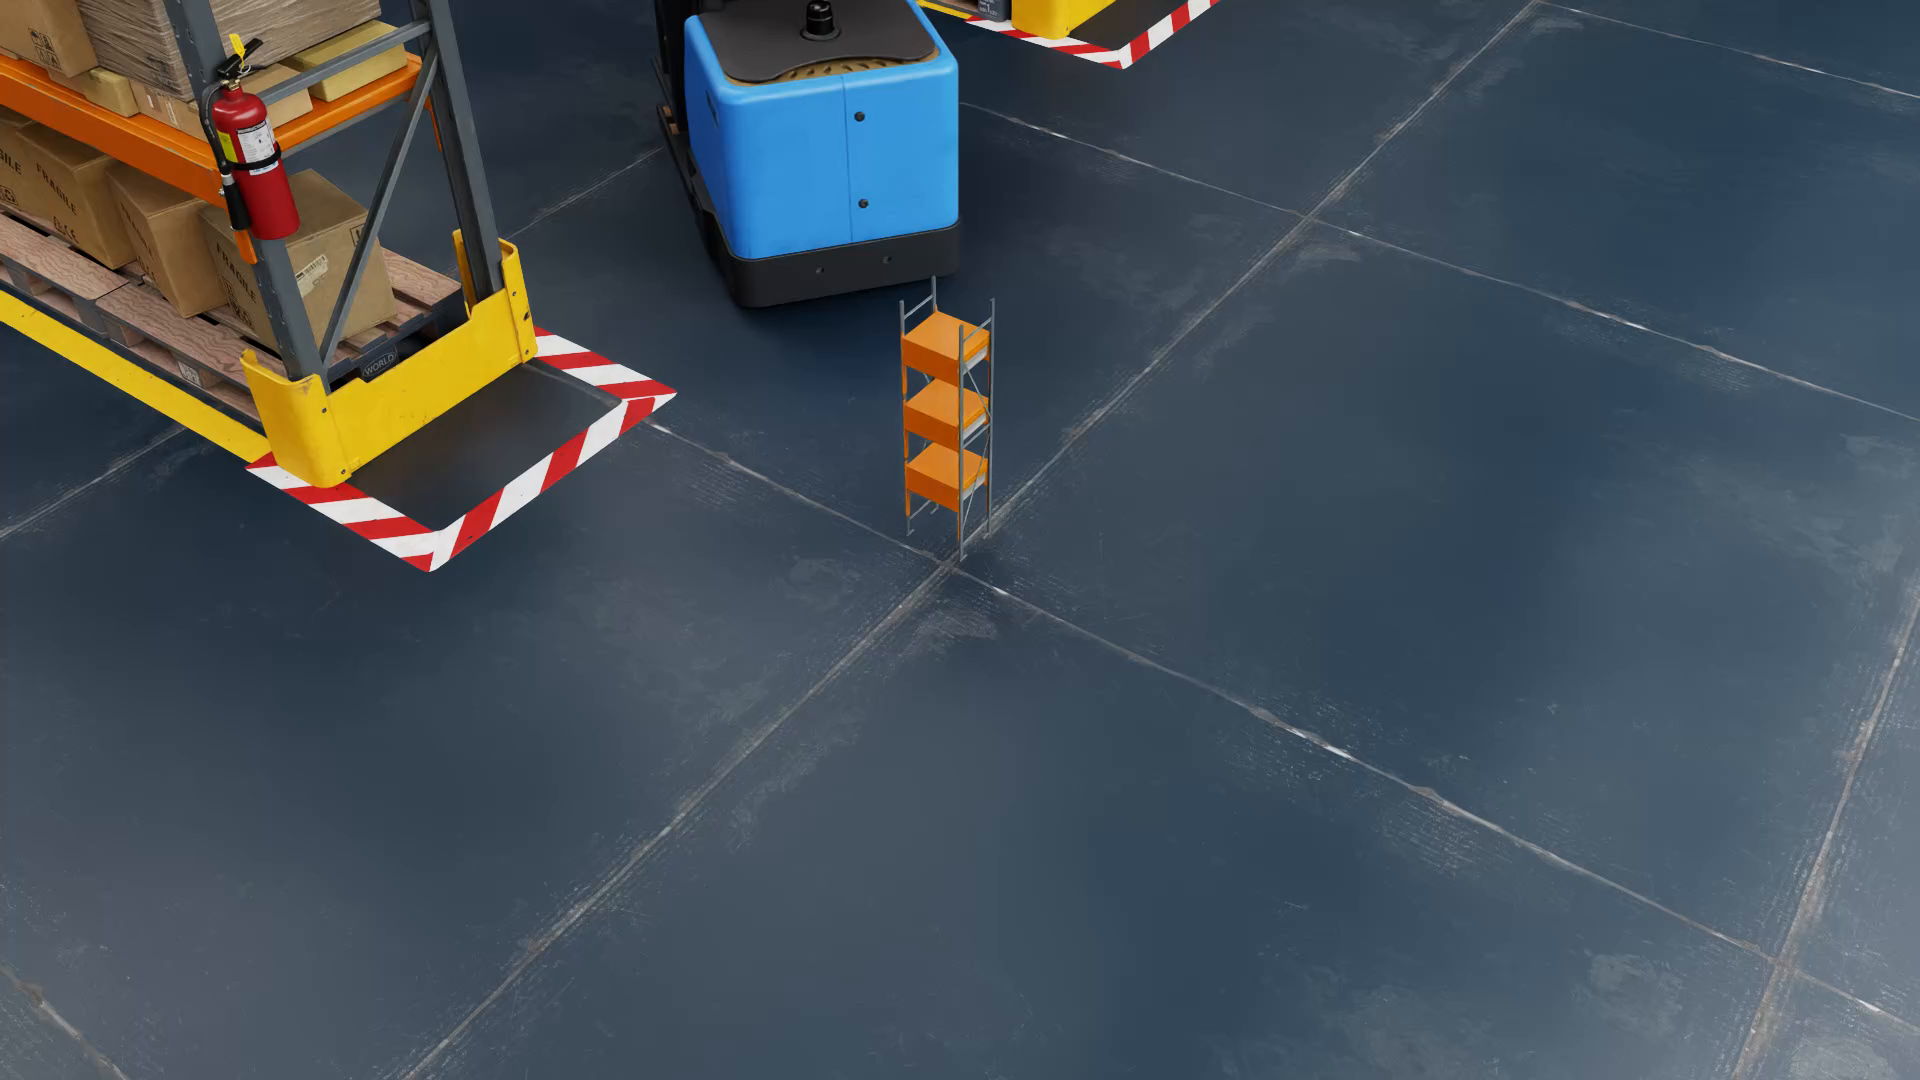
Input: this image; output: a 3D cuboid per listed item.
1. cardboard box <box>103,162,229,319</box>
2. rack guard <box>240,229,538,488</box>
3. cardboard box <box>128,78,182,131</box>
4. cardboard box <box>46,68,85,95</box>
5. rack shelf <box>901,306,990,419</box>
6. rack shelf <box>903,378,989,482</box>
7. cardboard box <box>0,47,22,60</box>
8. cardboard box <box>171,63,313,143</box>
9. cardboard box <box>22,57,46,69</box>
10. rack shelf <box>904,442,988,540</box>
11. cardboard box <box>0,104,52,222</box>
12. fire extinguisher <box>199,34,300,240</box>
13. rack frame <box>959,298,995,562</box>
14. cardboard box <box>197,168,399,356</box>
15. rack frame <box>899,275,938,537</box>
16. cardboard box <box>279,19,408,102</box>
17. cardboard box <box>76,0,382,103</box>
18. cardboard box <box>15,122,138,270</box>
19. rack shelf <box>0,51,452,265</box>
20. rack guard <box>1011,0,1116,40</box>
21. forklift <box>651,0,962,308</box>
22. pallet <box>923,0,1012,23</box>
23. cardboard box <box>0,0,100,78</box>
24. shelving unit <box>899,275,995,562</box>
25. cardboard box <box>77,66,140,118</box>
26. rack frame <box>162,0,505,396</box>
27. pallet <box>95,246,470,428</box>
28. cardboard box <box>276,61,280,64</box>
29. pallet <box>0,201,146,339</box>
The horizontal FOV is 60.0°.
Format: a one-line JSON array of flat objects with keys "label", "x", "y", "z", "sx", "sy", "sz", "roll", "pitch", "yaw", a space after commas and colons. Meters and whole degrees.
[{"label": "cardboard box", "x": -3.216, "y": -1.341, "z": 7.059, "sx": 0.500, "sy": 0.500, "sz": 0.500, "roll": -29, "pitch": 49, "yaw": -28}, {"label": "rack guard", "x": -2.268, "y": -0.755, "z": 6.719, "sx": 0.348, "sy": 0.500, "sz": 1.175, "roll": 25, "pitch": 48, "yaw": 25}, {"label": "cardboard box", "x": -2.762, "y": -1.656, "z": 6.040, "sx": 0.250, "sy": 0.149, "sz": 0.380, "roll": 25, "pitch": 48, "yaw": 25}, {"label": "cardboard box", "x": -3.192, "y": -1.828, "z": 6.232, "sx": 0.250, "sy": 0.149, "sz": 0.380, "roll": 25, "pitch": 48, "yaw": 25}, {"label": "rack shelf", "x": -0.044, "y": -0.615, "z": 5.741, "sx": 0.240, "sy": 0.259, "sz": 0.215, "roll": 25, "pitch": 48, "yaw": 25}, {"label": "rack shelf", "x": -0.044, "y": -0.404, "z": 5.930, "sx": 0.240, "sy": 0.259, "sz": 0.215, "roll": 25, "pitch": 48, "yaw": 25}, {"label": "cardboard box", "x": -3.590, "y": -2.030, "z": 6.457, "sx": 0.250, "sy": 0.149, "sz": 0.380, "roll": 25, "pitch": 48, "yaw": 25}, {"label": "cardboard box", "x": -2.557, "y": -1.560, "z": 5.933, "sx": 0.250, "sy": 0.149, "sz": 0.380, "roll": 25, "pitch": 48, "yaw": 25}, {"label": "cardboard box", "x": -3.373, "y": -1.946, "z": 6.364, "sx": 0.250, "sy": 0.149, "sz": 0.380, "roll": 25, "pitch": 48, "yaw": 25}, {"label": "rack shelf", "x": -0.044, "y": -0.197, "z": 6.115, "sx": 0.240, "sy": 0.259, "sz": 0.215, "roll": 25, "pitch": 48, "yaw": 25}, {"label": "cardboard box", "x": -4.149, "y": -1.829, "z": 7.604, "sx": 0.500, "sy": 0.500, "sz": 0.500, "roll": 21, "pitch": 46, "yaw": 22}, {"label": "fire extinguisher", "x": -2.376, "y": -1.333, "z": 5.548, "sx": 0.183, "sy": 0.674, "sz": 0.296, "roll": 25, "pitch": 48, "yaw": 25}, {"label": "rack frame", "x": 0.056, "y": -0.365, "z": 5.871, "sx": 0.008, "sy": 1.050, "sz": 0.200, "roll": 25, "pitch": 48, "yaw": 25}, {"label": "cardboard box", "x": -2.707, "y": -1.131, "z": 6.824, "sx": 0.500, "sy": 0.500, "sz": 0.500, "roll": -33, "pitch": 51, "yaw": -31}, {"label": "rack frame", "x": -0.144, "y": -0.458, "z": 5.975, "sx": 0.008, "sy": 1.050, "sz": 0.200, "roll": 25, "pitch": 48, "yaw": 25}, {"label": "cardboard box", "x": -2.302, "y": -1.803, "z": 6.204, "sx": 0.250, "sy": 0.149, "sz": 0.380, "roll": 25, "pitch": 48, "yaw": 25}, {"label": "cardboard box", "x": -2.640, "y": -2.031, "z": 5.972, "sx": 0.500, "sy": 0.500, "sz": 0.875, "roll": 25, "pitch": 48, "yaw": 25}, {"label": "cardboard box", "x": -3.718, "y": -1.591, "z": 7.338, "sx": 0.500, "sy": 0.500, "sz": 0.500, "roll": 30, "pitch": 50, "yaw": 29}, {"label": "rack shelf", "x": -3.843, "y": -2.155, "z": 6.949, "sx": 4.000, "sy": 0.370, "sz": 1.077, "roll": 25, "pitch": 48, "yaw": 25}, {"label": "rack guard", "x": 0.745, "y": -3.386, "z": 9.659, "sx": 0.348, "sy": 0.500, "sz": 1.175, "roll": 25, "pitch": 48, "yaw": 25}, {"label": "forklift", "x": -0.920, "y": -3.105, "z": 7.522, "sx": 1.130, "sy": 2.935, "sz": 3.031, "roll": -12, "pitch": 43, "yaw": -13}, {"label": "pallet", "x": 0.026, "y": -3.551, "z": 10.060, "sx": 1.213, "sy": 0.211, "sz": 1.003, "roll": 25, "pitch": 48, "yaw": 25}, {"label": "cardboard box", "x": -3.118, "y": -2.157, "z": 6.113, "sx": 0.500, "sy": 0.500, "sz": 0.875, "roll": 25, "pitch": 48, "yaw": 25}, {"label": "shelving unit", "x": -0.044, "y": -0.412, "z": 5.923, "sx": 0.252, "sy": 1.050, "sz": 0.215, "roll": 25, "pitch": 48, "yaw": 25}, {"label": "cardboard box", "x": -2.996, "y": -1.724, "z": 6.116, "sx": 0.250, "sy": 0.149, "sz": 0.380, "roll": 25, "pitch": 48, "yaw": 25}, {"label": "rack frame", "x": -2.205, "y": -1.657, "z": 5.853, "sx": 0.127, "sy": 3.000, "sz": 1.000, "roll": 25, "pitch": 48, "yaw": 25}, {"label": "pallet", "x": -2.913, "y": -0.978, "z": 7.184, "sx": 1.213, "sy": 0.211, "sz": 1.003, "roll": 25, "pitch": 48, "yaw": 25}, {"label": "cardboard box", "x": -2.496, "y": -1.909, "z": 6.323, "sx": 0.250, "sy": 0.149, "sz": 0.380, "roll": 25, "pitch": 48, "yaw": 25}, {"label": "pallet", "x": -3.907, "y": -1.445, "z": 7.707, "sx": 1.213, "sy": 0.211, "sz": 1.003, "roll": 25, "pitch": 48, "yaw": 25}]
